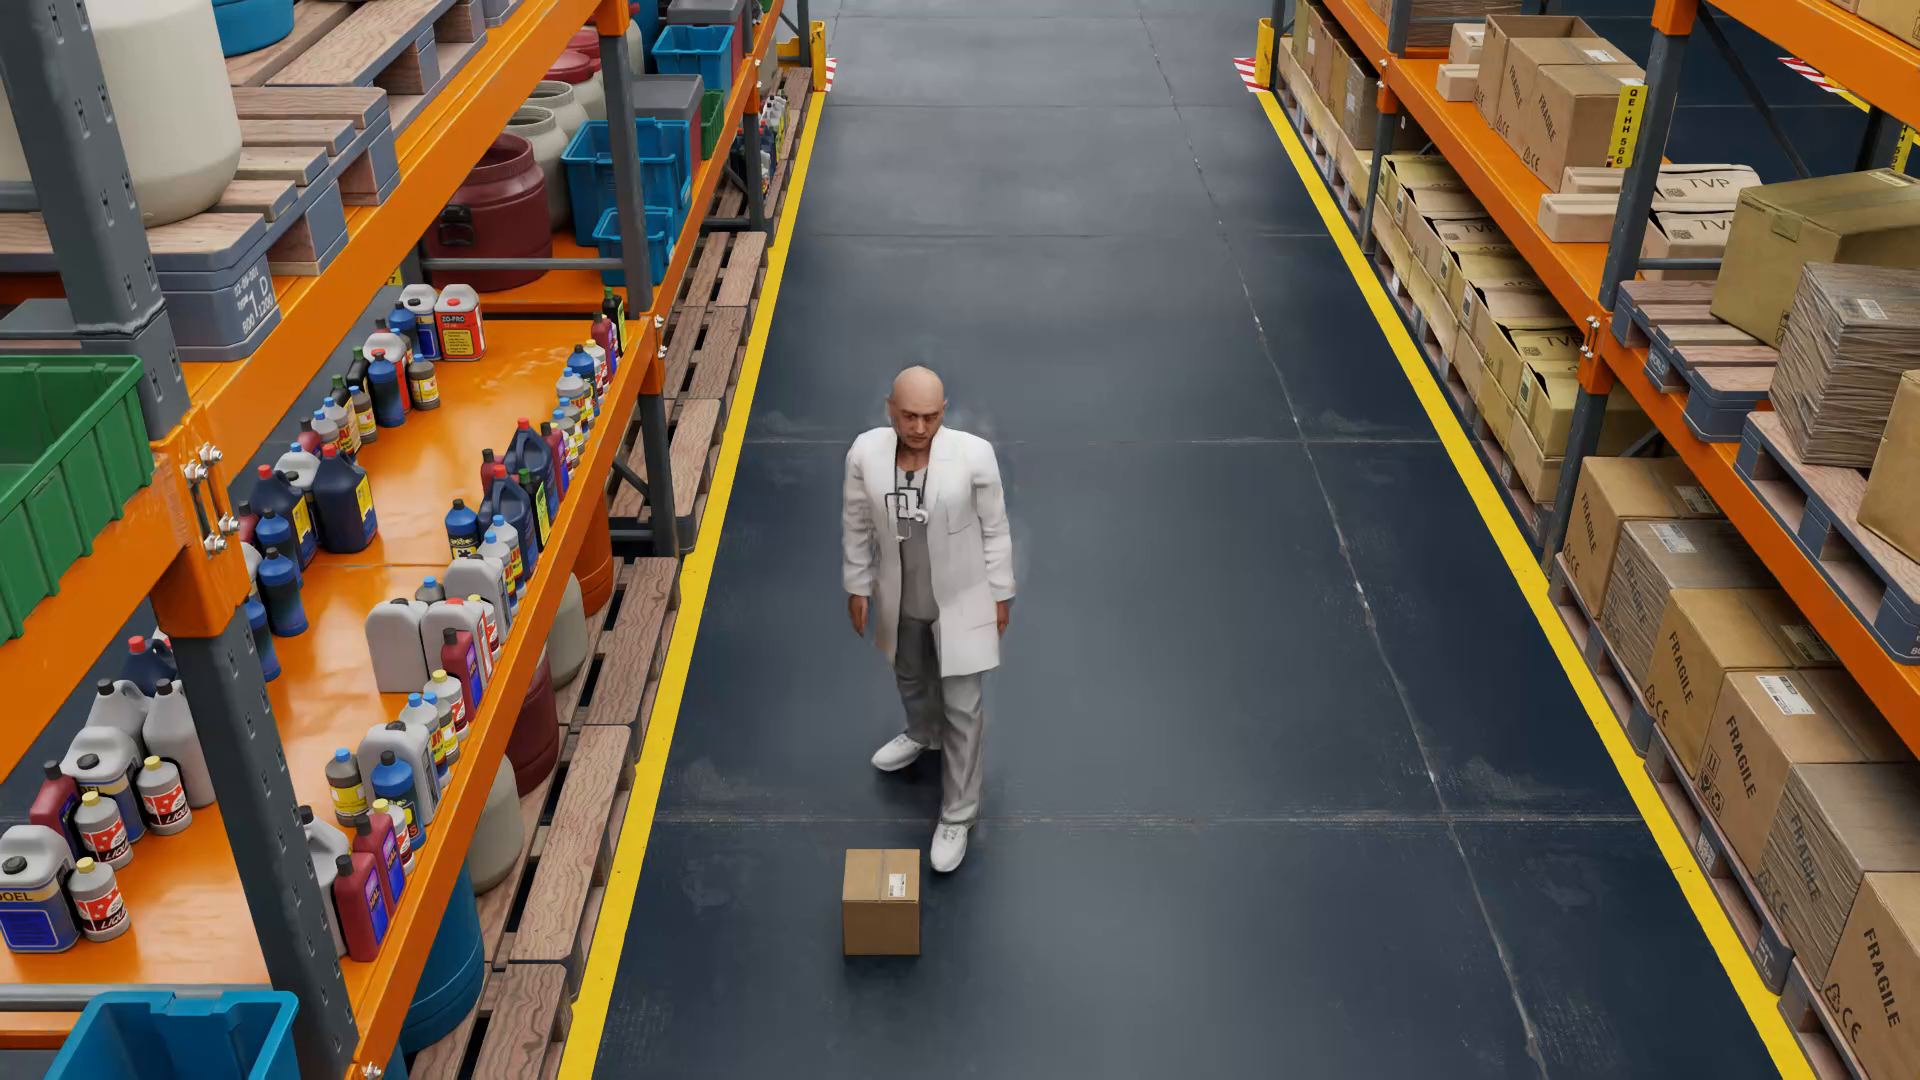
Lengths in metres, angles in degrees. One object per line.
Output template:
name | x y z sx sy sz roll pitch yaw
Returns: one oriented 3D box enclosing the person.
person | -0.131 0.209 5.764 0.614 1.764 0.768 10 33 16
